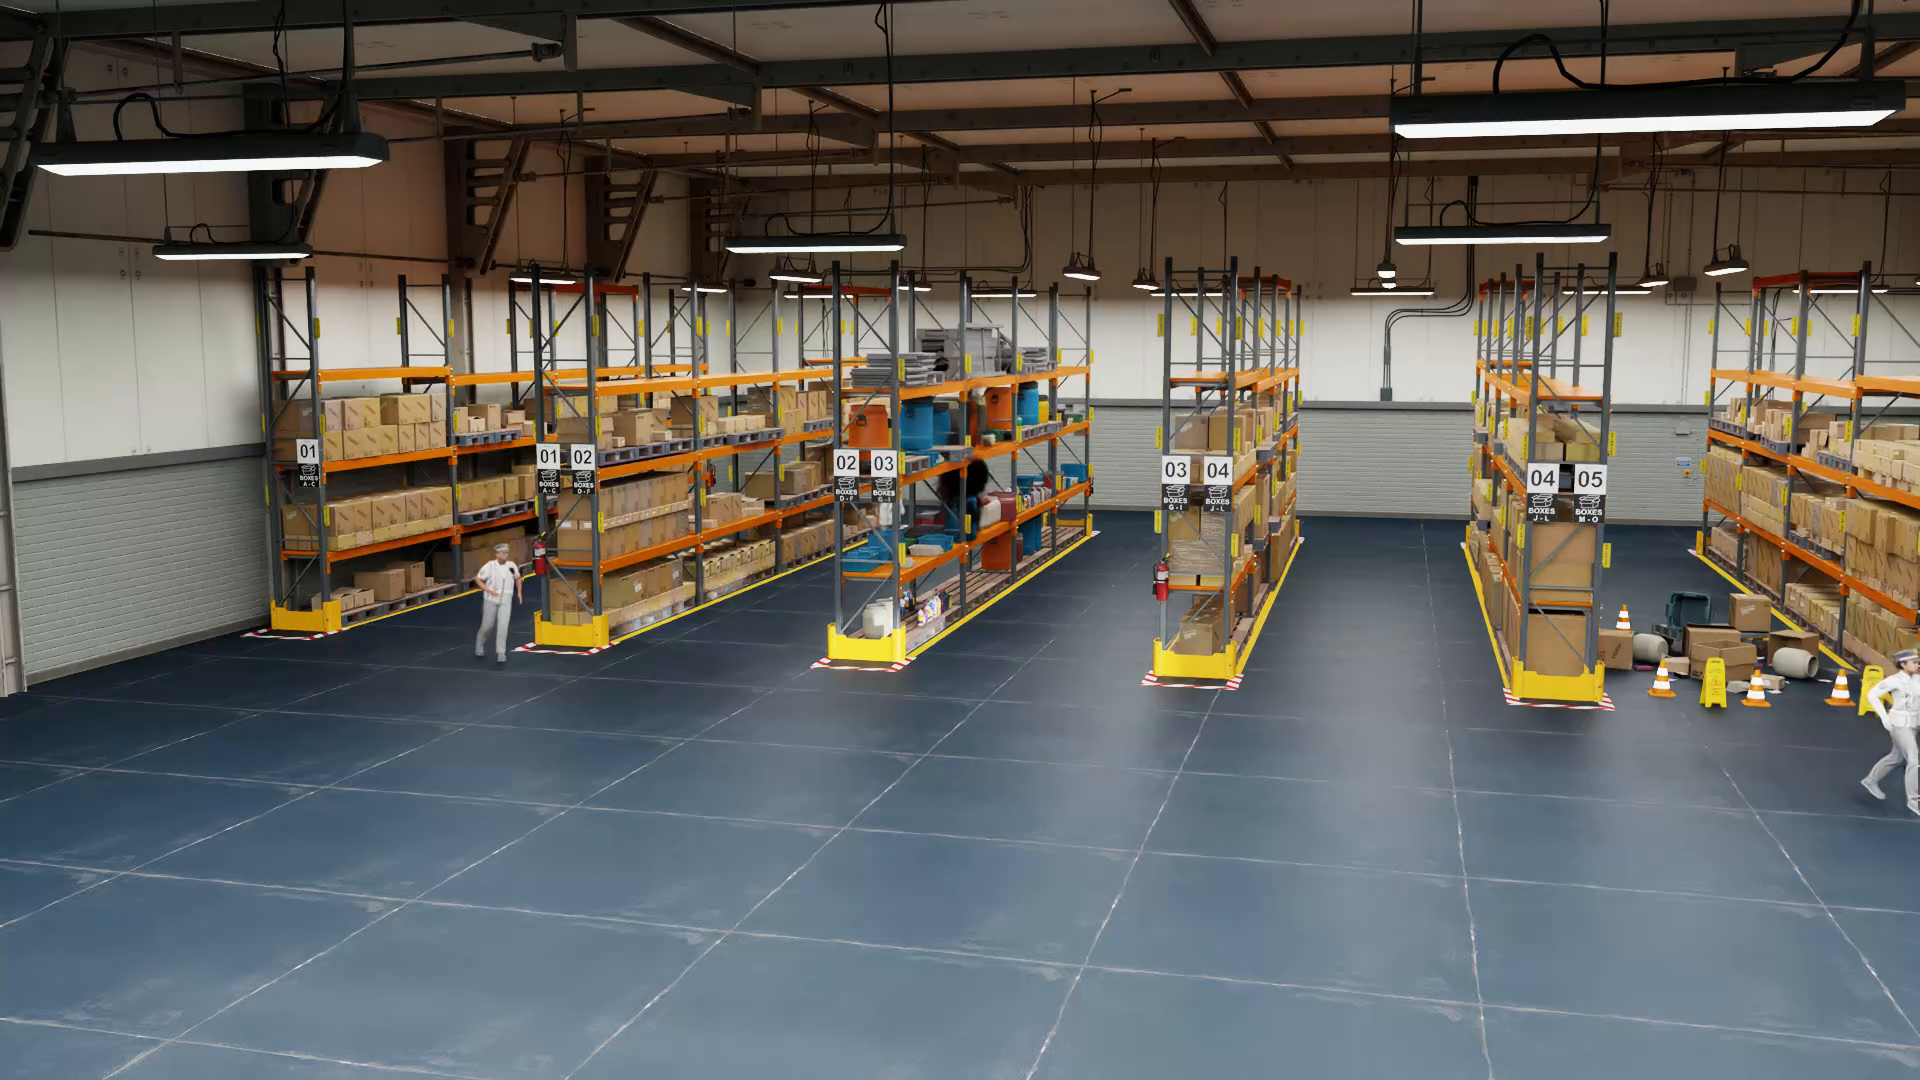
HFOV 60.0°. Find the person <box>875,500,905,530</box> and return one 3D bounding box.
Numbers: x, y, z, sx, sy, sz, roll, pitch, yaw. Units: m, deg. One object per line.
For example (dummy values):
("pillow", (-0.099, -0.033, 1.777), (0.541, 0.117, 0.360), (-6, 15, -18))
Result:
("person", (-1.492, -0.333, 35.147), (0.666, 1.750, 0.930), (1, 7, 7))

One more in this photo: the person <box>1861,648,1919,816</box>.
("person", (9.804, 1.967, 17.301), (0.591, 1.733, 0.838), (-5, 9, -32))

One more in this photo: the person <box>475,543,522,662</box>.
("person", (-6.968, 0.918, 25.274), (0.718, 1.733, 0.952), (-4, 8, -29))
